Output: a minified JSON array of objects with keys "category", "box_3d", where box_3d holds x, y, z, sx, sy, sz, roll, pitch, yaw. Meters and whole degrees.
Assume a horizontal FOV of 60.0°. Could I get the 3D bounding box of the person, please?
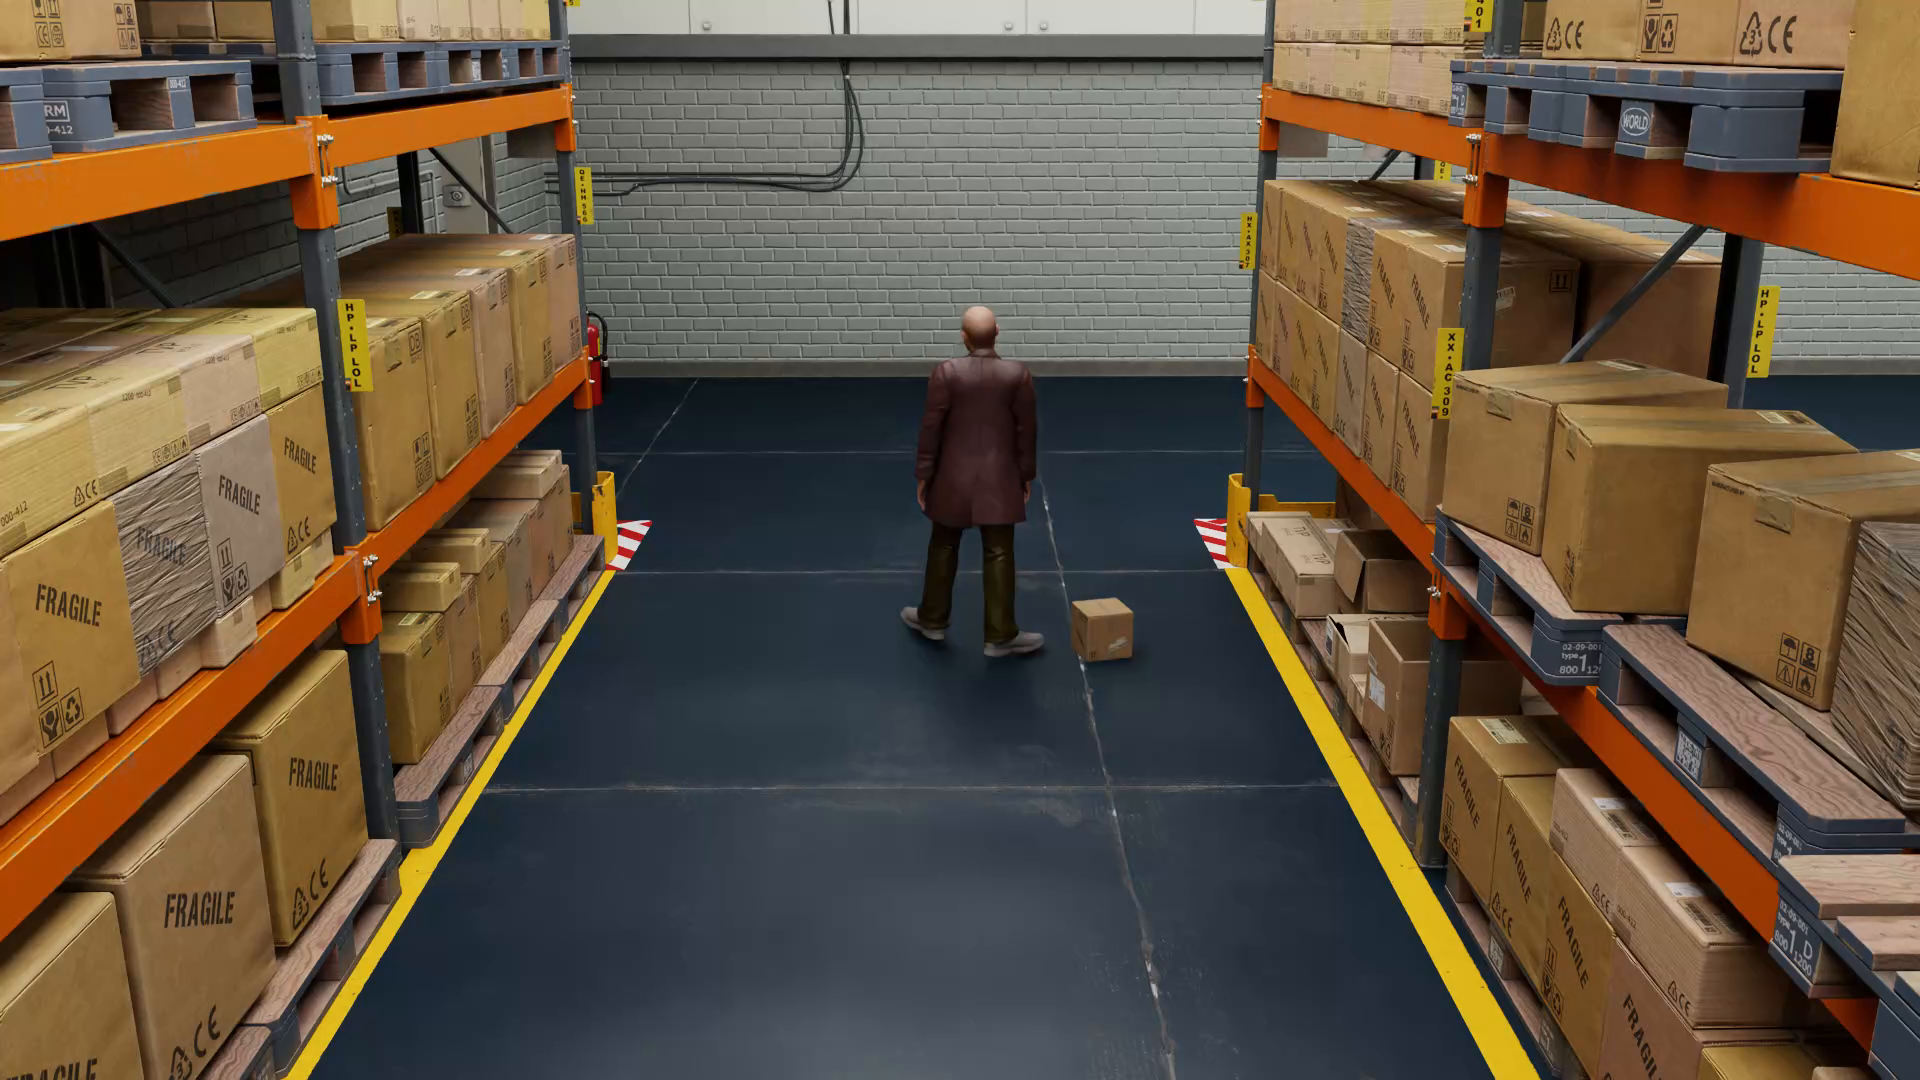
[{"category":"person","box_3d":[0.058,-0.315,8.521,0.771,1.770,0.577,0,17,2]}]
